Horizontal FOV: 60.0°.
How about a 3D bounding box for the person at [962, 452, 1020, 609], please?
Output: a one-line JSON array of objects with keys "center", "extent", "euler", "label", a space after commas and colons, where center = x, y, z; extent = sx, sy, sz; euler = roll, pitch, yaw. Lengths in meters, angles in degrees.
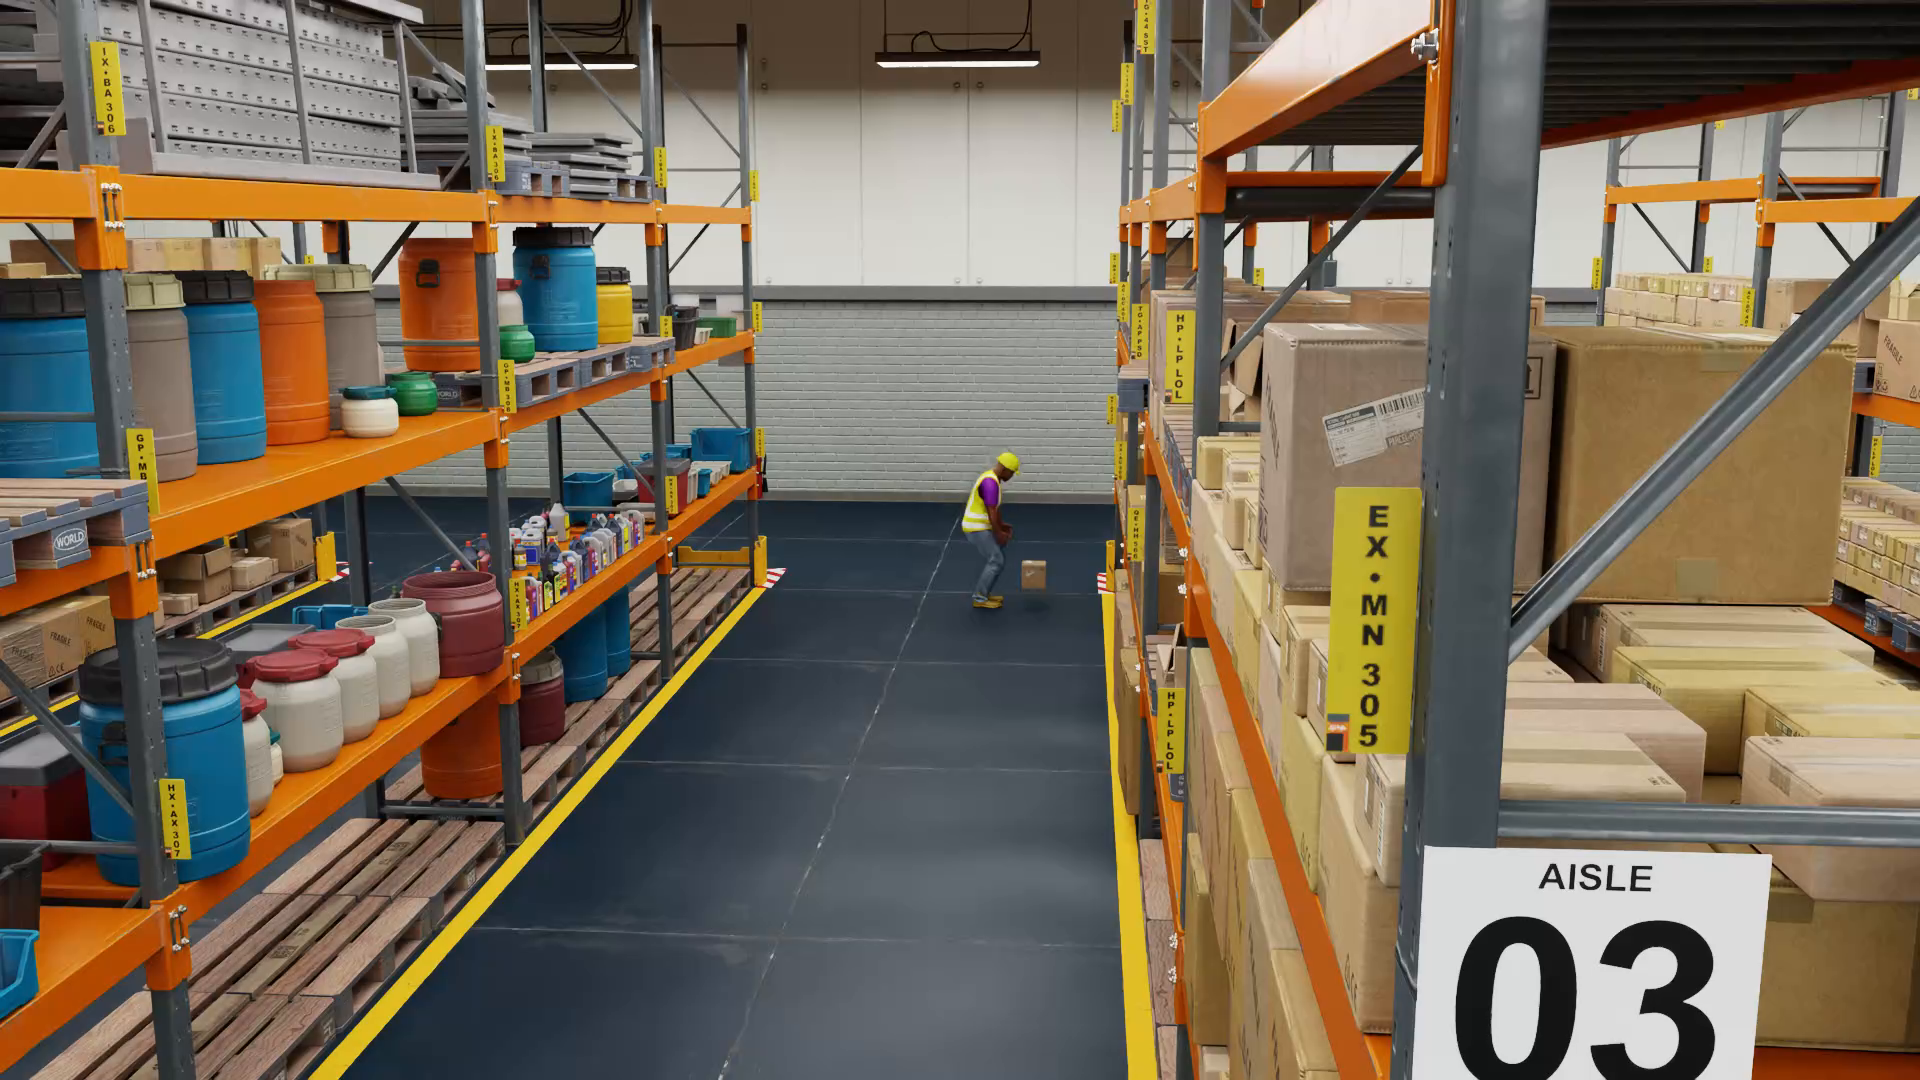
[{"center": [0.324, -0.118, 17.407], "extent": [0.599, 1.613, 0.616], "euler": [1, 11, 5], "label": "person"}]
